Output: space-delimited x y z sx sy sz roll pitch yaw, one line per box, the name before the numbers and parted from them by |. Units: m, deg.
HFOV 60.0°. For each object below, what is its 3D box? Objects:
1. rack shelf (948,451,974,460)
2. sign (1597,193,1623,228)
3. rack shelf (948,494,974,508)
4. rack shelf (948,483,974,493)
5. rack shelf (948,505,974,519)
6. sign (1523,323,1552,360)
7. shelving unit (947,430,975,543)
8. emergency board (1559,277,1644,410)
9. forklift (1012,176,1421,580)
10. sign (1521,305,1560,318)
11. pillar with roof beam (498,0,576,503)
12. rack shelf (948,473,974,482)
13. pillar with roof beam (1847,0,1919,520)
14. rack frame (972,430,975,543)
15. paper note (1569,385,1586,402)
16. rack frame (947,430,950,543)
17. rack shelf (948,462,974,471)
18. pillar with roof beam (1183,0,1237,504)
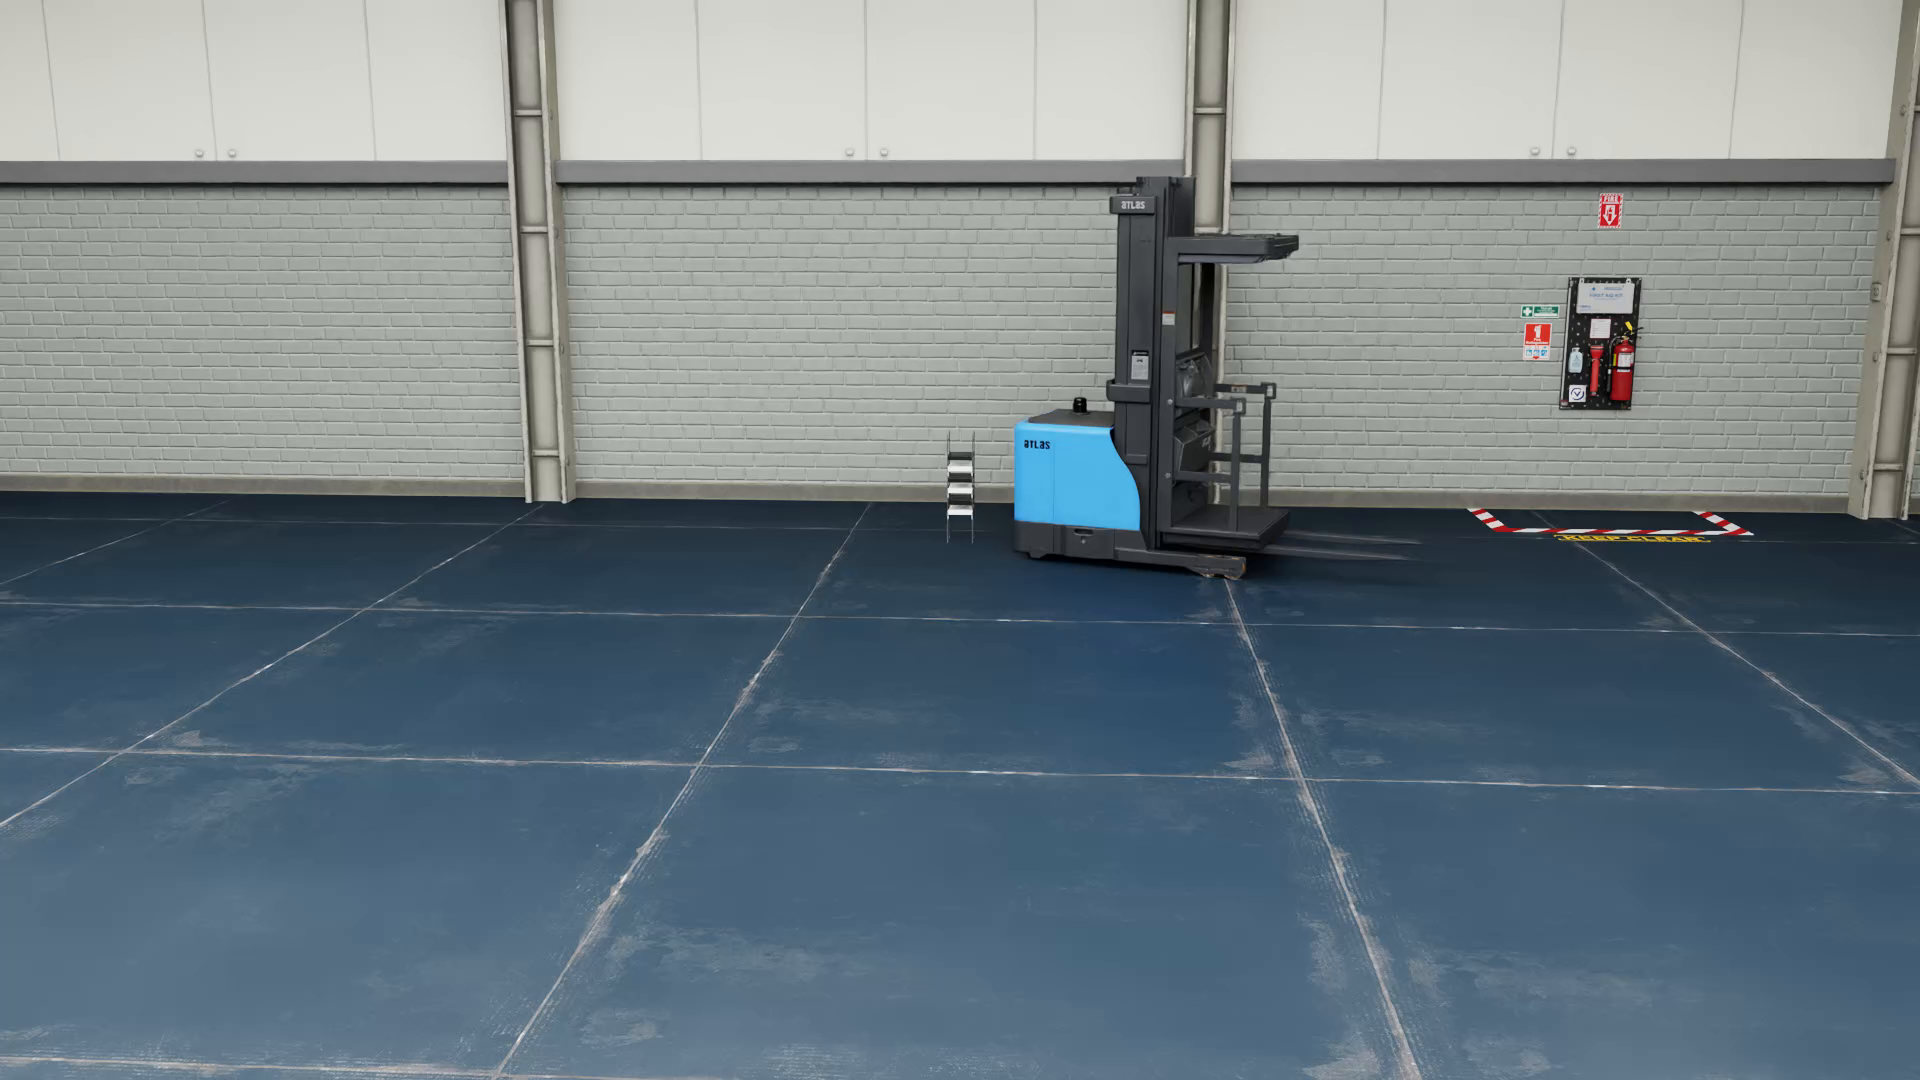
rack shelf | 0.008 -0.672 13.627 0.200 0.077 0.258 1 12 4
sign | 5.684 -2.877 14.534 0.199 0.298 0.001 1 12 4
rack shelf | 0.008 -0.320 13.701 0.200 0.077 0.258 1 12 4
rack shelf | 0.008 -0.408 13.682 0.200 0.077 0.258 1 12 4
rack shelf | 0.008 -0.232 13.719 0.200 0.077 0.258 1 12 4
sign | 5.140 -1.768 14.807 0.234 0.329 0.001 1 12 4
shelving unit | 0.008 -0.440 13.675 0.210 0.900 0.258 1 12 4
emergency board | 5.685 -1.722 14.674 0.643 1.169 0.194 1 12 4
forklift | 1.974 -1.262 12.642 3.031 2.935 1.130 5 13 23
sign | 5.144 -2.026 14.744 0.331 0.109 0.001 1 12 4
pillar with roof beam | -4.113 -3.901 10.441 0.400 9.000 9.100 1 12 4
rack shelf | 0.008 -0.496 13.664 0.200 0.077 0.258 1 12 4
pillar with roof beam | 7.860 -3.737 9.656 0.400 9.000 9.100 1 12 4
rack frame | 0.110 -0.439 13.669 0.006 0.900 0.240 1 12 4
paper note | 5.513 -1.307 14.843 0.142 0.148 0.016 1 12 4
rack frame | -0.093 -0.442 13.682 0.006 0.900 0.240 1 12 4
rack shelf | 0.008 -0.584 13.645 0.200 0.077 0.258 1 12 4
pillar with roof beam | 1.874 -3.819 10.049 0.400 9.000 9.100 1 12 4
